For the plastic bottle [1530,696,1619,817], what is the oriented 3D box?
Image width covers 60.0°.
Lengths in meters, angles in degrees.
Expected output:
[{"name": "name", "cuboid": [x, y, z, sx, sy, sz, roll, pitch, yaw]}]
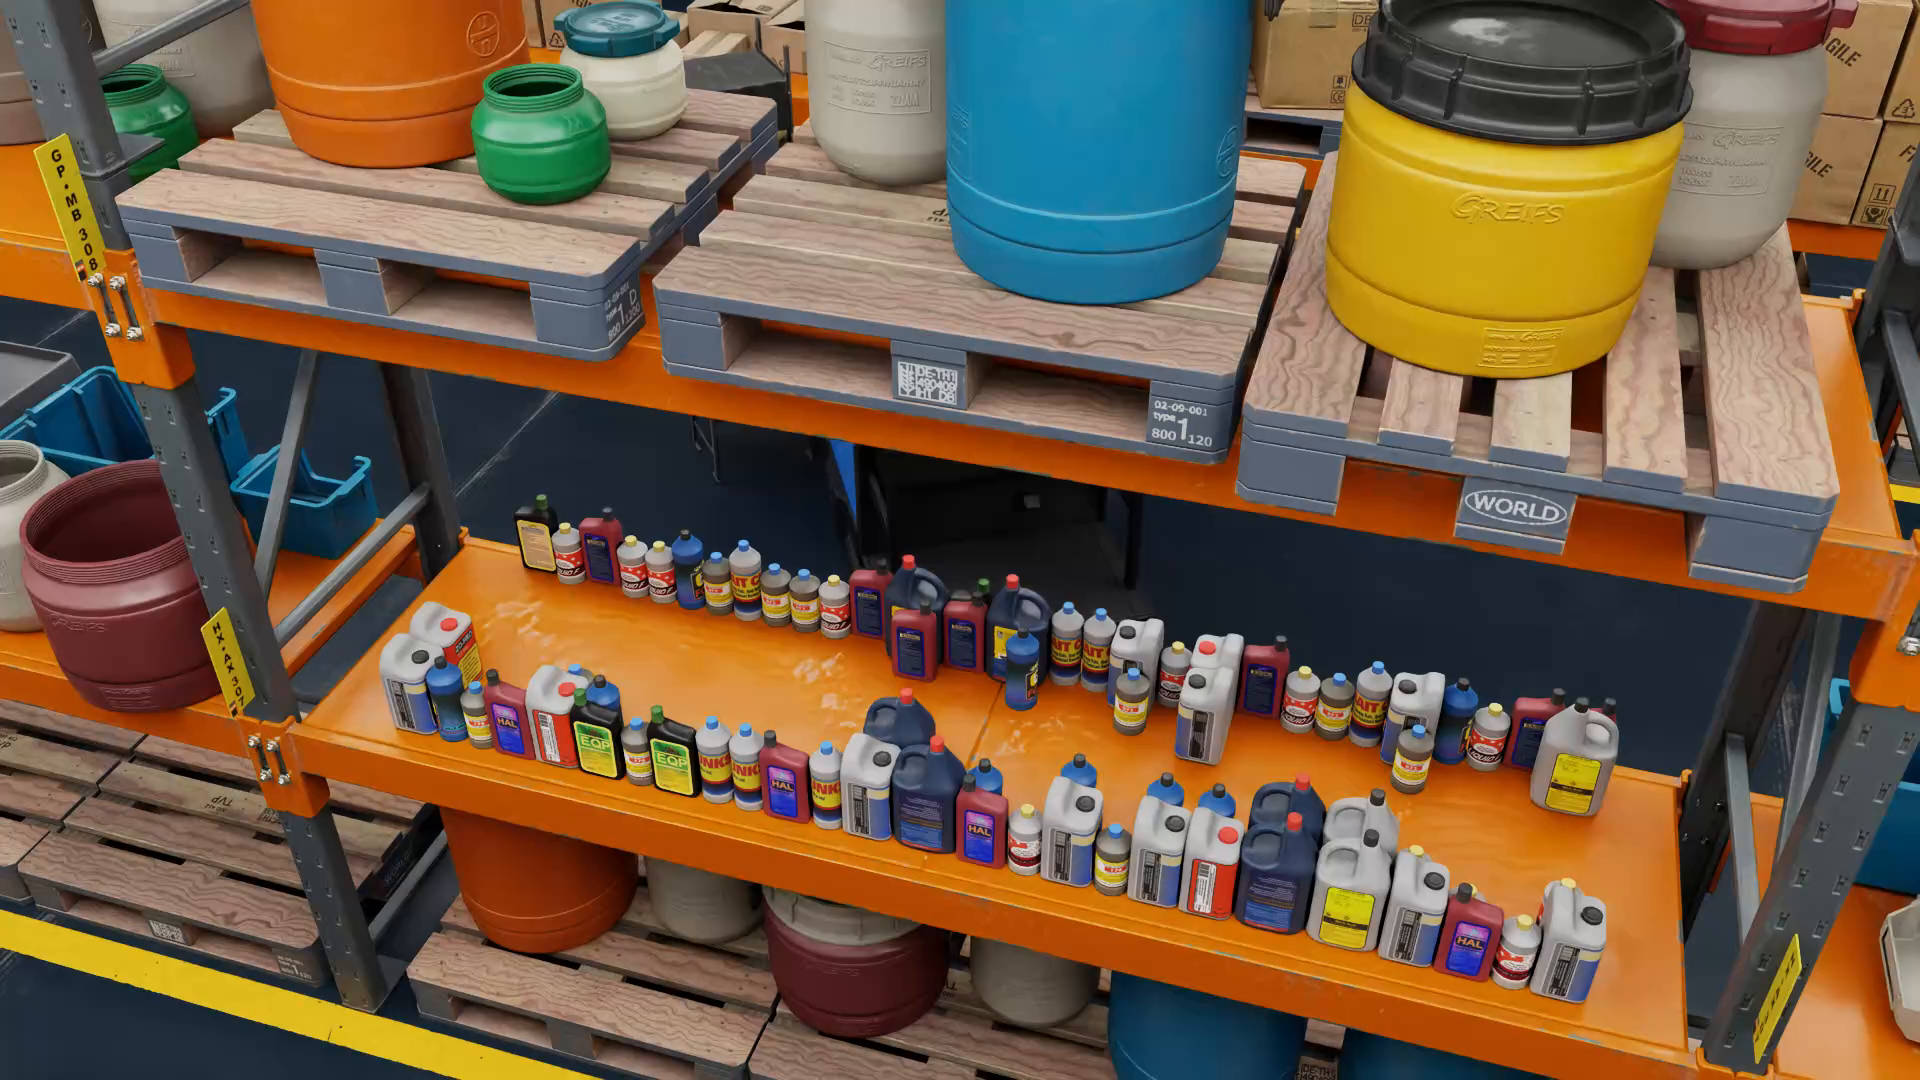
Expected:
[{"name": "plastic bottle", "cuboid": [1.667, 0.570, 4.487, 0.185, 0.351, 0.144, 10, 38, 14]}]

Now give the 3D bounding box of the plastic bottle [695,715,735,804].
[{"name": "plastic bottle", "cuboid": [-0.665, 0.589, 4.528, 0.097, 0.271, 0.097, 0, 36, 0]}]

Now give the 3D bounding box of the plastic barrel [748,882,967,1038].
[{"name": "plastic barrel", "cuboid": [-0.323, 1.174, 5.305, 0.708, 0.588, 0.600, 10, 38, 14]}]

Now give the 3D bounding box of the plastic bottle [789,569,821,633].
[{"name": "plastic bottle", "cuboid": [-0.477, 0.180, 5.142, 0.097, 0.201, 0.097, 0, 36, 0]}]

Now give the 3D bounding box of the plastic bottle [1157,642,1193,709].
[{"name": "plastic bottle", "cuboid": [0.631, 0.385, 4.863, 0.097, 0.201, 0.097, 0, 36, 0]}]

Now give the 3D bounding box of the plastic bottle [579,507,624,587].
[{"name": "plastic bottle", "cuboid": [-1.139, 0.013, 5.300, 0.133, 0.283, 0.061, 10, 38, 14]}]

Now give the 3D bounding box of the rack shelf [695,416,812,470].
[{"name": "rack shelf", "cuboid": [-1.038, -0.717, 8.157, 0.480, 0.518, 0.431, -15, 39, -20]}]

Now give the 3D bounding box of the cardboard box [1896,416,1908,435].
[{"name": "cardboard box", "cuboid": [4.591, -0.692, 8.178, 0.250, 0.166, 0.380, 10, 38, 14]}]

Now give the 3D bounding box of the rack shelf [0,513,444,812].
[{"name": "rack shelf", "cuboid": [-3.782, 0.032, 5.783, 4.000, 0.370, 1.077, 10, 38, 14]}]

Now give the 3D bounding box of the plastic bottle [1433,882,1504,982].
[{"name": "plastic bottle", "cuboid": [1.238, 0.948, 4.030, 0.133, 0.283, 0.061, 10, 38, 14]}]

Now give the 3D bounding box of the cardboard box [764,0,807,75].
[{"name": "cardboard box", "cuboid": [-0.726, -2.760, 9.044, 0.500, 0.311, 0.500, 13, 38, 17]}]

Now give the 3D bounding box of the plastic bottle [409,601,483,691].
[{"name": "plastic bottle", "cuboid": [-1.511, 0.319, 4.891, 0.135, 0.276, 0.152, 10, 38, 14]}]

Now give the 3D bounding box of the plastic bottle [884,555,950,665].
[{"name": "plastic bottle", "cuboid": [-0.129, 0.199, 4.991, 0.185, 0.351, 0.144, 10, 38, 14]}]

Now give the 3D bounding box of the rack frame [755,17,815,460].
[{"name": "rack frame", "cuboid": [-0.816, -1.353, 7.816, 0.015, 2.100, 0.400, -15, 39, -20]}]

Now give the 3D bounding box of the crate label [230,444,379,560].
[{"name": "crate label", "cuboid": [-2.163, -0.124, 5.529, 0.416, 0.233, 0.303, 10, 38, 14]}]

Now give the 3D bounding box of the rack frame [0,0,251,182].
[{"name": "rack frame", "cuboid": [-1.873, -2.321, 3.312, 0.127, 3.000, 1.000, 10, 38, 14]}]

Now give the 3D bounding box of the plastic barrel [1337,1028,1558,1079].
[{"name": "plastic barrel", "cuboid": [1.431, 1.373, 4.770, 0.708, 0.901, 0.600, 10, 38, 14]}]

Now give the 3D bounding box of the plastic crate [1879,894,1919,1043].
[{"name": "plastic crate", "cuboid": [2.347, 1.048, 3.968, 0.243, 0.136, 0.396, 10, 38, 14]}]

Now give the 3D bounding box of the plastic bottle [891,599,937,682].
[{"name": "plastic bottle", "cuboid": [-0.135, 0.289, 4.926, 0.133, 0.283, 0.061, 10, 38, 14]}]

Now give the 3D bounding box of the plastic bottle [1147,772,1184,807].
[{"name": "plastic bottle", "cuboid": [0.533, 0.716, 4.355, 0.097, 0.271, 0.097, 0, 36, 0]}]

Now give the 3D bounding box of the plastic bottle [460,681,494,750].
[{"name": "plastic bottle", "cuboid": [-1.361, 0.488, 4.724, 0.097, 0.201, 0.097, 0, 36, 0]}]

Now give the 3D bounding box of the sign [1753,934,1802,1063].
[{"name": "sign", "cuboid": [1.779, 1.002, 3.625, 0.005, 0.325, 0.100, 10, 38, 14]}]

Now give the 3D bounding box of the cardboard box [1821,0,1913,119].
[{"name": "cardboard box", "cuboid": [3.792, -2.200, 7.281, 0.500, 0.500, 0.500, 11, 38, 15]}]

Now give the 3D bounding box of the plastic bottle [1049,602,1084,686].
[{"name": "plastic bottle", "cuboid": [0.316, 0.299, 4.922, 0.097, 0.271, 0.097, 0, 36, 0]}]

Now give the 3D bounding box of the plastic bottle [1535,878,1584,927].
[{"name": "plastic bottle", "cuboid": [1.492, 0.922, 4.135, 0.097, 0.201, 0.097, 0, 36, 0]}]

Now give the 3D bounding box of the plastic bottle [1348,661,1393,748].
[{"name": "plastic bottle", "cuboid": [1.165, 0.456, 4.708, 0.097, 0.271, 0.097, 0, 36, 0]}]

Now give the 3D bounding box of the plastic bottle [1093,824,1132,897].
[{"name": "plastic bottle", "cuboid": [0.395, 0.813, 4.282, 0.097, 0.201, 0.097, 0, 36, 0]}]

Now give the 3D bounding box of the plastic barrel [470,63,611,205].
[{"name": "plastic barrel", "cuboid": [-0.930, -0.902, 3.691, 0.294, 0.245, 0.294, 0, 36, 0]}]

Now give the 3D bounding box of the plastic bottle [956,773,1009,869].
[{"name": "plastic bottle", "cuboid": [0.058, 0.729, 4.327, 0.133, 0.283, 0.061, 10, 38, 14]}]

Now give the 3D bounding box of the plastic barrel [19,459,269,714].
[{"name": "plastic barrel", "cuboid": [-2.406, 0.130, 4.928, 0.708, 0.536, 0.600, 10, 38, 14]}]

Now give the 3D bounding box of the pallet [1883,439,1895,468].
[{"name": "pallet", "cuboid": [4.081, -0.754, 8.597, 1.213, 0.211, 1.003, 10, 38, 14]}]

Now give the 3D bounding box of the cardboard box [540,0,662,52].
[{"name": "cardboard box", "cuboid": [-1.999, -3.034, 9.258, 0.500, 0.500, 0.500, 9, 37, 11]}]

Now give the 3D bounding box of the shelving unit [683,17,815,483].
[{"name": "shelving unit", "cuboid": [-1.038, -1.292, 7.734, 0.503, 2.100, 0.431, -15, 39, -20]}]

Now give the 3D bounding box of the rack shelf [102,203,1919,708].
[{"name": "rack shelf", "cuboid": [0.036, -0.469, 3.934, 4.000, 0.370, 1.077, 10, 38, 14]}]

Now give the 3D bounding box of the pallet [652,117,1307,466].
[{"name": "pallet", "cuboid": [0.084, -0.612, 3.679, 1.213, 0.211, 1.003, 10, 38, 14]}]

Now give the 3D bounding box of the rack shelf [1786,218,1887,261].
[{"name": "rack shelf", "cuboid": [5.335, -1.356, 7.669, 4.000, 0.370, 1.077, 10, 38, 14]}]

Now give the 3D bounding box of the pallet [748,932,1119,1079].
[{"name": "pallet", "cuboid": [0.053, 1.551, 5.465, 1.213, 0.211, 1.003, 10, 38, 14]}]

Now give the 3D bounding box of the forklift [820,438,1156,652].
[{"name": "forklift", "cuboid": [0.160, -0.783, 6.342, 1.130, 2.935, 3.031, -8, 37, -11]}]

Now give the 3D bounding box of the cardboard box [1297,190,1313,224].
[{"name": "cardboard box", "cuboid": [2.082, -1.872, 8.868, 0.500, 0.250, 0.500, 11, 38, 14]}]

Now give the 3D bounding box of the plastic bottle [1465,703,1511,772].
[{"name": "plastic bottle", "cuboid": [1.479, 0.543, 4.650, 0.097, 0.201, 0.097, 0, 36, 0]}]

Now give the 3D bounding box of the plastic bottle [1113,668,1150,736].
[{"name": "plastic bottle", "cuboid": [0.492, 0.454, 4.770, 0.097, 0.201, 0.097, 0, 36, 0]}]

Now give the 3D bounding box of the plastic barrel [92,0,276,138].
[{"name": "plastic barrel", "cuboid": [-2.078, -1.386, 4.478, 0.421, 0.512, 0.421, 0, 36, 0]}]

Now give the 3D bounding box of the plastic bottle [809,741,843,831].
[{"name": "plastic bottle", "cuboid": [-0.351, 0.647, 4.449, 0.097, 0.271, 0.097, 0, 36, 0]}]

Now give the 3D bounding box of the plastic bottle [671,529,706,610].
[{"name": "plastic bottle", "cuboid": [-0.849, 0.083, 5.215, 0.097, 0.271, 0.097, 0, 36, 0]}]

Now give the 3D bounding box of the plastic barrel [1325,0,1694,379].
[{"name": "plastic barrel", "cuboid": [1.013, -0.697, 3.123, 0.600, 0.588, 0.600, 0, 36, 0]}]

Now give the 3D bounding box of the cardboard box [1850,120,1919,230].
[{"name": "cardboard box", "cuboid": [4.321, -1.707, 7.454, 0.500, 0.500, 0.500, 11, 38, 15]}]

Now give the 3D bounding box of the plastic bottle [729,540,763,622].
[{"name": "plastic bottle", "cuboid": [-0.663, 0.118, 5.168, 0.097, 0.271, 0.097, 0, 36, 0]}]

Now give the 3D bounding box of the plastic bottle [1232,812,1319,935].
[{"name": "plastic bottle", "cuboid": [0.794, 0.812, 4.157, 0.185, 0.351, 0.144, 10, 38, 14]}]

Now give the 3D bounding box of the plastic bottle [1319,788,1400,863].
[{"name": "plastic bottle", "cuboid": [1.013, 0.763, 4.224, 0.185, 0.351, 0.144, 10, 38, 14]}]

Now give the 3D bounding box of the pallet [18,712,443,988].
[{"name": "pallet", "cuboid": [-2.601, 1.060, 6.132, 1.213, 0.211, 1.003, 10, 38, 14]}]

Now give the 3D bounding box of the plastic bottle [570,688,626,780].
[{"name": "plastic bottle", "cuboid": [-1.000, 0.533, 4.594, 0.133, 0.283, 0.061, 10, 38, 14]}]

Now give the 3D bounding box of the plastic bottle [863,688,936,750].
[{"name": "plastic bottle", "cuboid": [-0.164, 0.540, 4.527, 0.185, 0.351, 0.144, 10, 38, 14]}]
